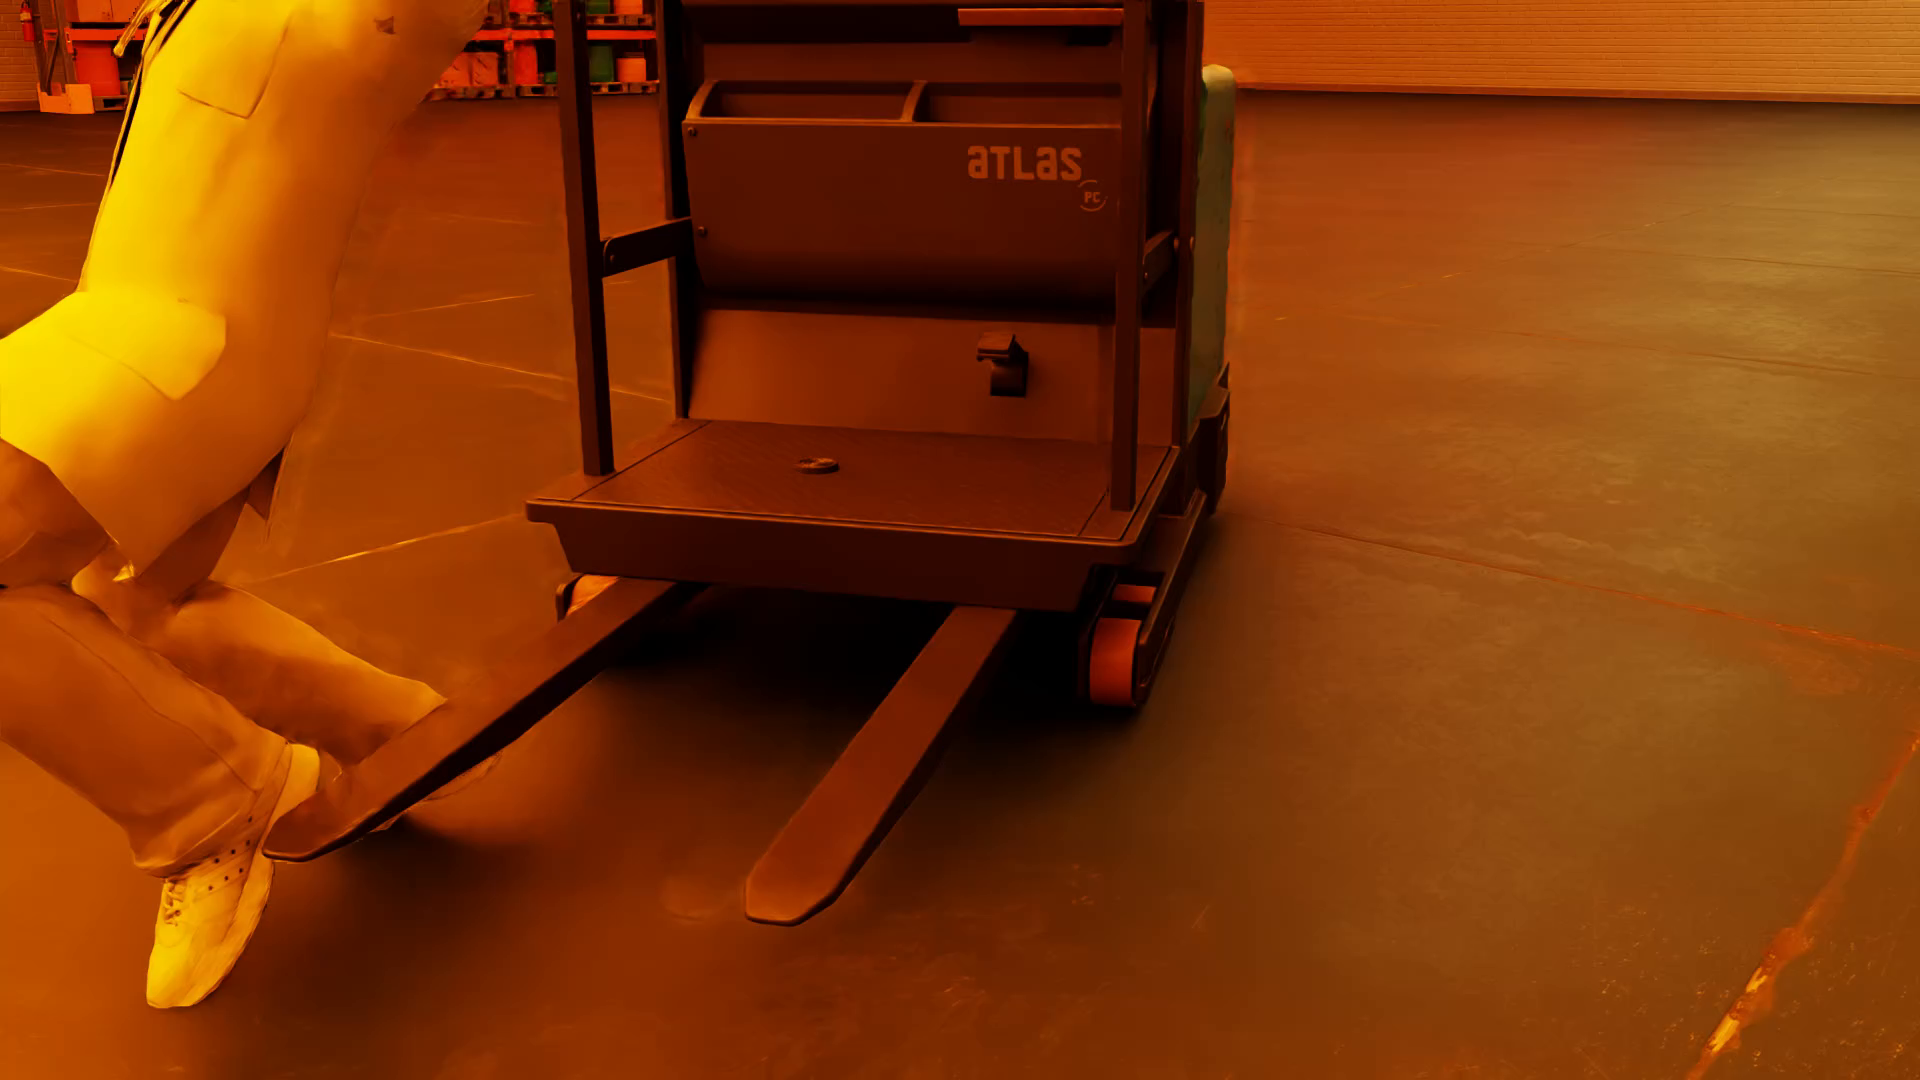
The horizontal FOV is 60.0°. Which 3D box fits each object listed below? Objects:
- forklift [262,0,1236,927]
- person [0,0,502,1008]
[{"bbox_3d":[-0.134,-1.224,2.927,1.130,2.935,3.031,4,17,13],"label":"forklift"},{"bbox_3d":[-0.895,-0.242,1.952,0.756,1.686,1.167,-8,19,-25],"label":"person"}]
